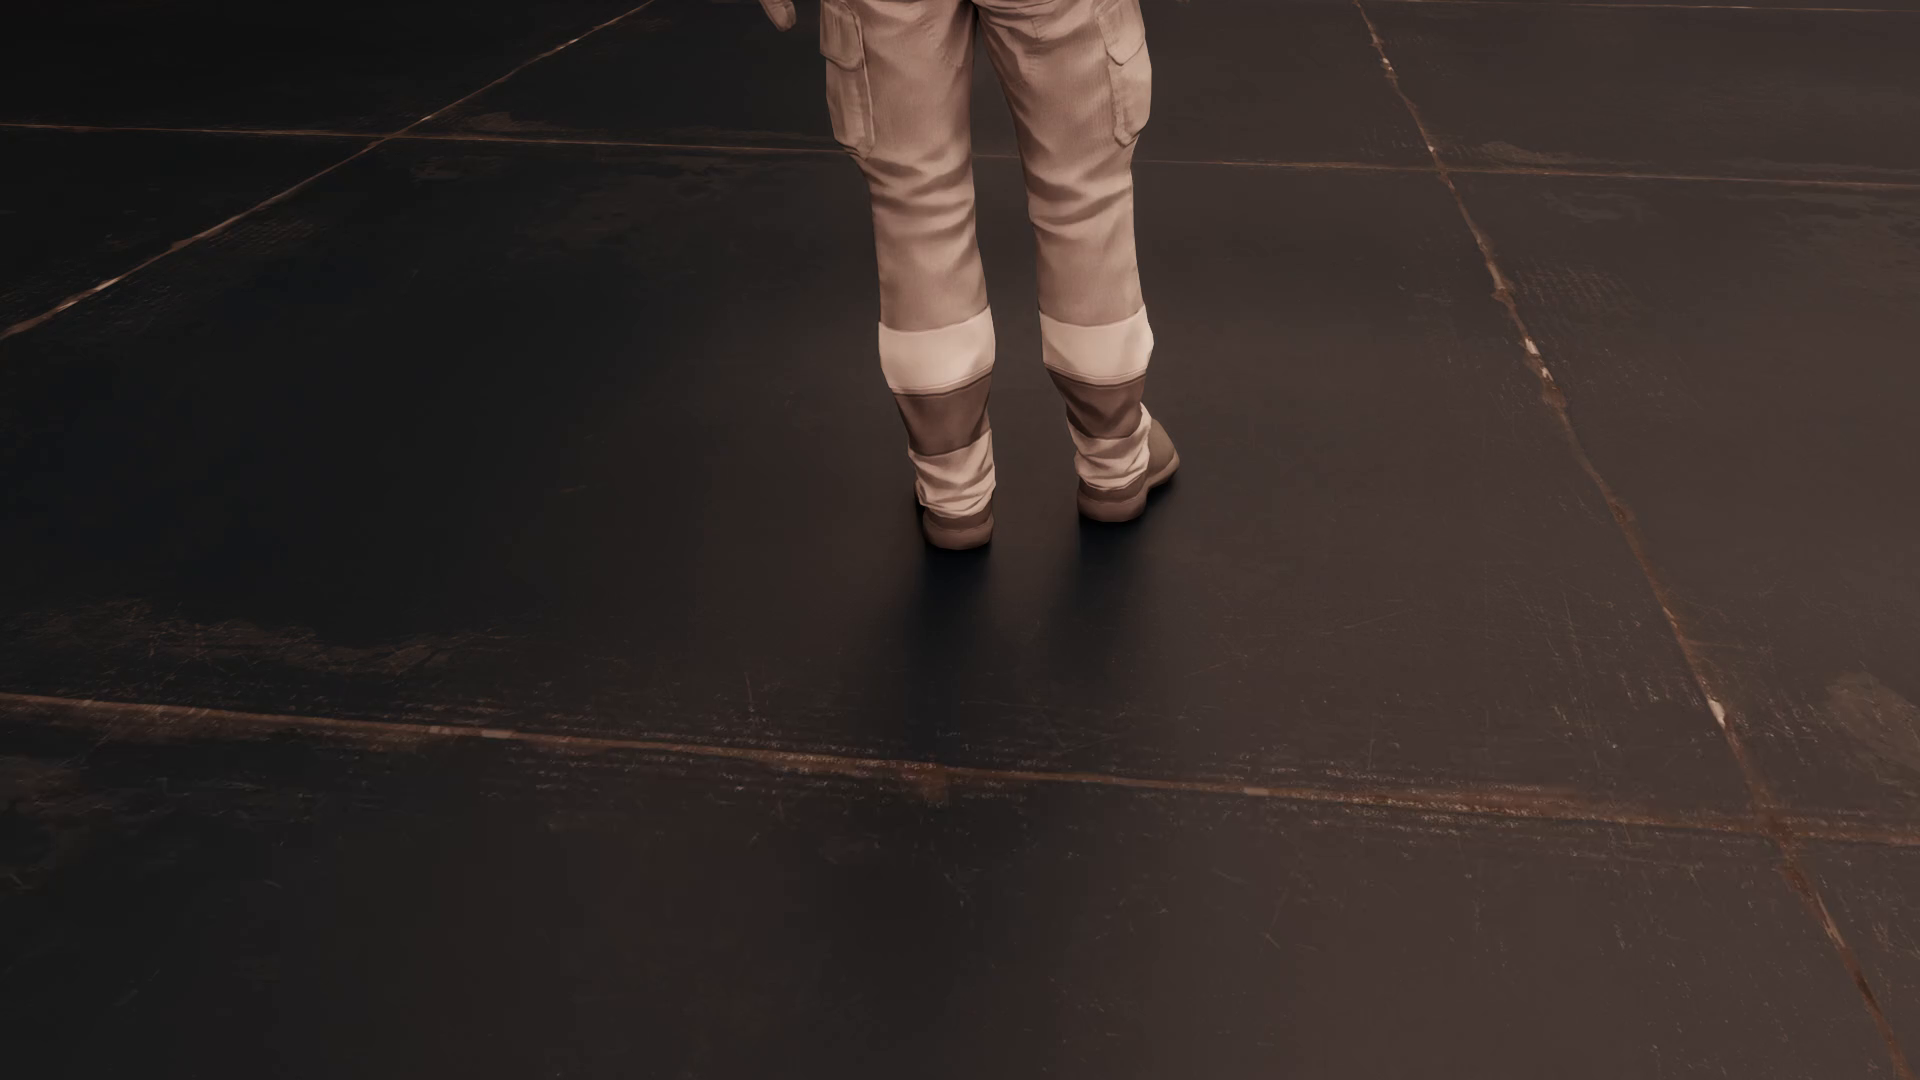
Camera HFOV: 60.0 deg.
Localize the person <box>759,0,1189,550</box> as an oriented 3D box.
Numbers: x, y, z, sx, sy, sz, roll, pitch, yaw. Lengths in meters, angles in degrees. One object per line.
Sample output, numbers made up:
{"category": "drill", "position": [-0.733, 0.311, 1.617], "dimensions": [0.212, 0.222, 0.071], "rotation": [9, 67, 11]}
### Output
{"category": "person", "position": [0.023, -0.842, 2.167], "dimensions": [0.637, 1.787, 0.564], "rotation": [3, 27, 7]}
